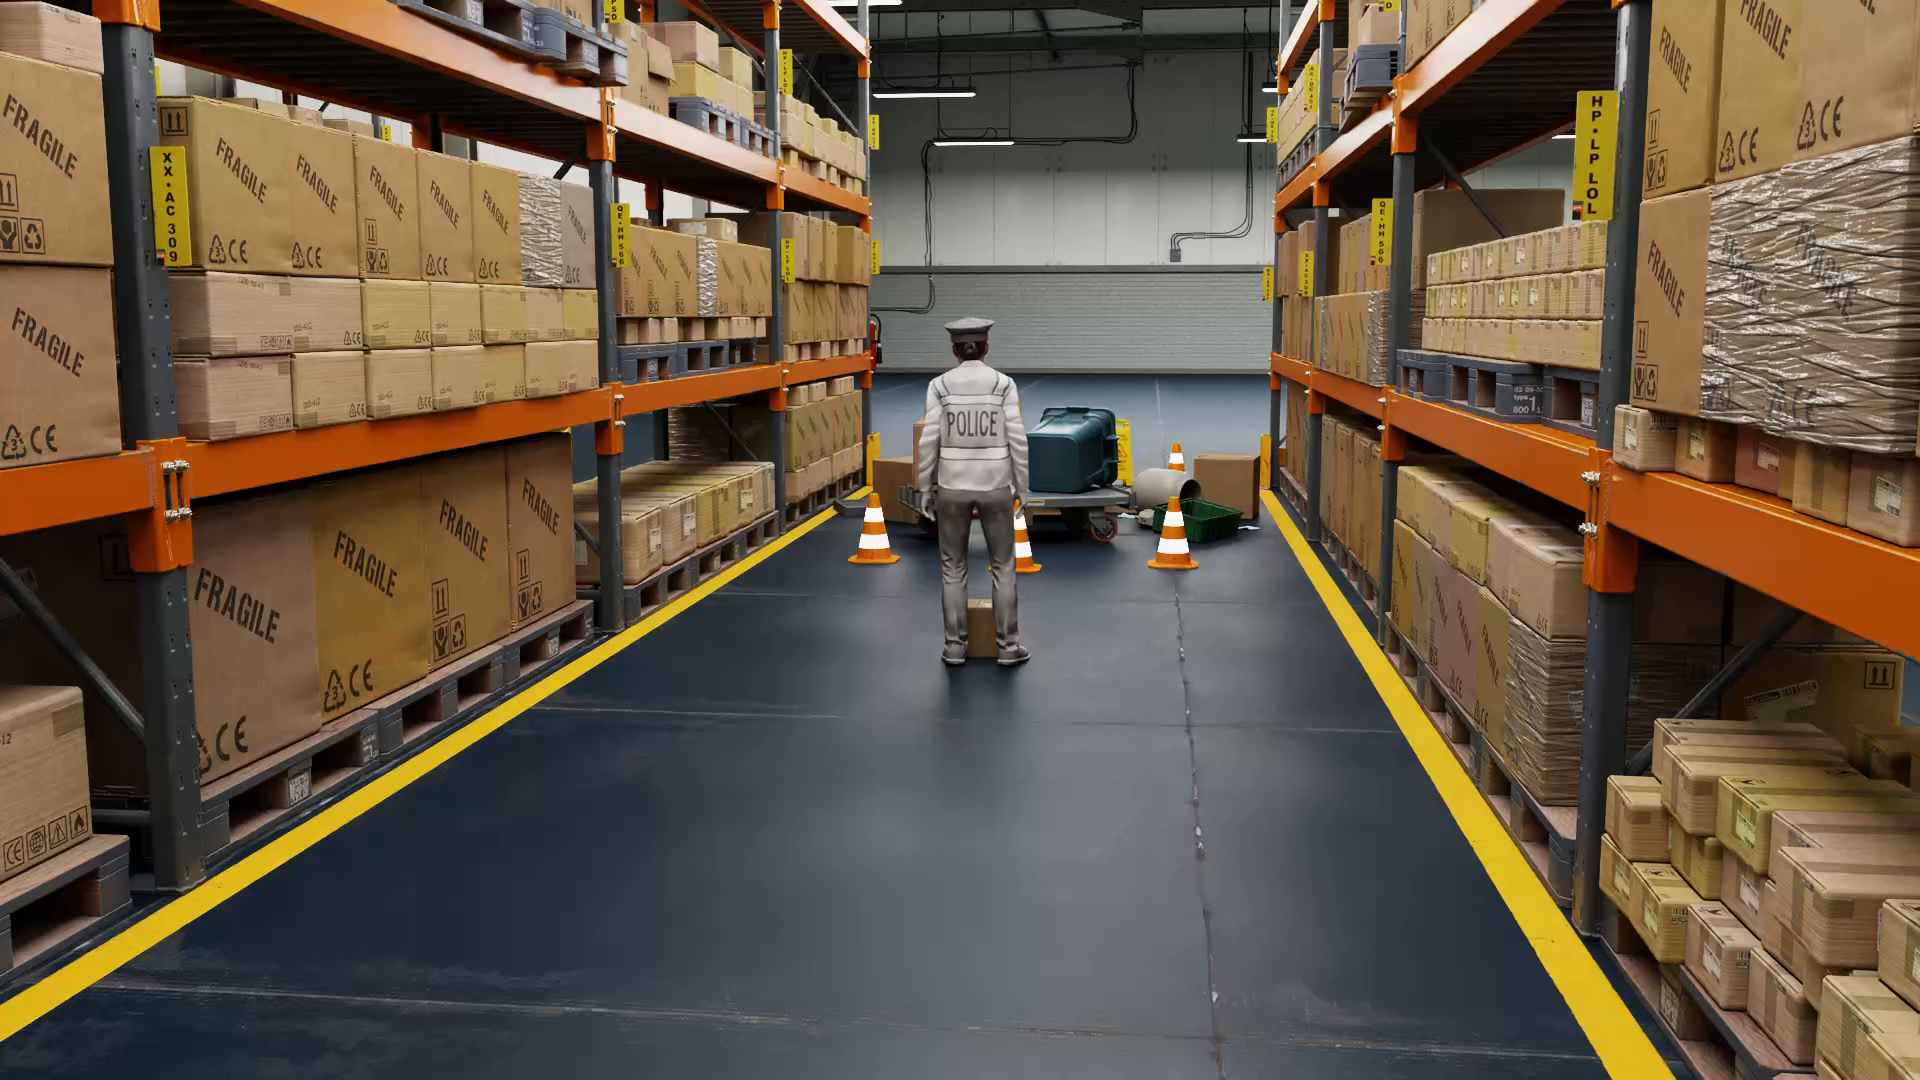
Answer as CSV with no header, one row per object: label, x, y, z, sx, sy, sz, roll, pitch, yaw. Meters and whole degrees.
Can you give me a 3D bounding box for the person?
person,0.069,-0.228,7.974,0.543,1.662,0.376,0,8,3
